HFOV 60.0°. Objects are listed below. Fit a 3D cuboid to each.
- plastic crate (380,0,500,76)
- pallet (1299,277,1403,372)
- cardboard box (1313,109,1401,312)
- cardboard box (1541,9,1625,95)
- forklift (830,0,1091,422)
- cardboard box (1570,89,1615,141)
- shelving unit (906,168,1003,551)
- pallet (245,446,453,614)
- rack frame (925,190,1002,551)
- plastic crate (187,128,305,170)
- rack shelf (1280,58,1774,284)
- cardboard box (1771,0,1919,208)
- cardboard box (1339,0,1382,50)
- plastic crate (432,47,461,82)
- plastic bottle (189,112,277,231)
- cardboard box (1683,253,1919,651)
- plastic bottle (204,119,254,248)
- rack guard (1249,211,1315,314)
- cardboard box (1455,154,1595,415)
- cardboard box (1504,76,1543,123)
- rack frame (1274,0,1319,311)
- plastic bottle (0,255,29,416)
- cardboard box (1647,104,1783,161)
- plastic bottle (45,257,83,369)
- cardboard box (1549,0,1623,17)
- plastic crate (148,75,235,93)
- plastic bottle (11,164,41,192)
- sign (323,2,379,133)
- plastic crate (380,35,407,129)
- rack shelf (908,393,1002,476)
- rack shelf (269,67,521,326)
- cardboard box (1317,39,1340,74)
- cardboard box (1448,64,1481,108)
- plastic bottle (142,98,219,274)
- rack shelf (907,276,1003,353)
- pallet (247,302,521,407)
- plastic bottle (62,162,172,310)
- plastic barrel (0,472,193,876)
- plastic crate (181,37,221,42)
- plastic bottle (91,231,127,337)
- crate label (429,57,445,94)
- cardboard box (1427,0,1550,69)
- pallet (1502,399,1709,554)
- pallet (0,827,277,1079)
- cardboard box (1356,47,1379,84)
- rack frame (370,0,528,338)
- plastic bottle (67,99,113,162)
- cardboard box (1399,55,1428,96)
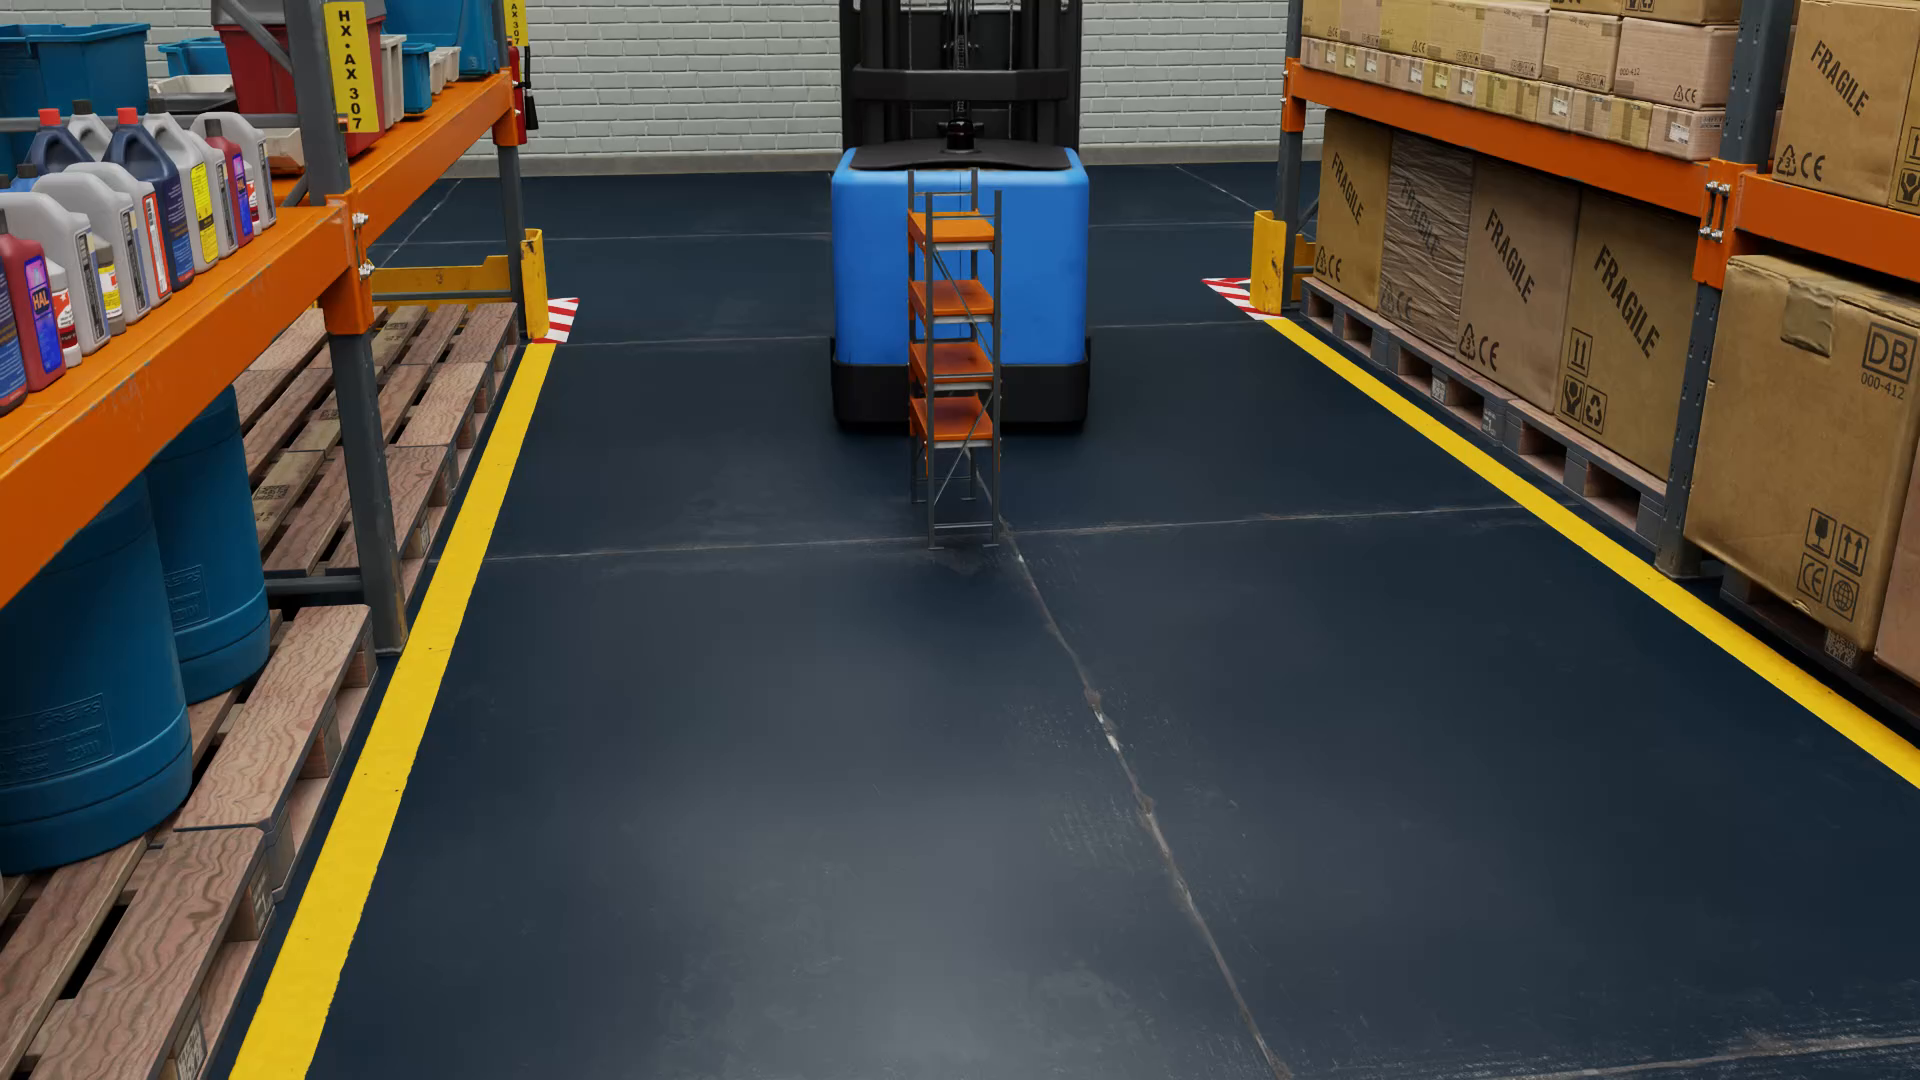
[{"bbox_3d":[-2.464,-2.389,7.689,0.616,0.435,0.499,-3,21,-8],"label":"plastic crate"},{"bbox_3d":[2.397,-1.121,8.417,1.003,0.211,1.213,-3,21,-8],"label":"pallet"},{"bbox_3d":[2.376,-1.685,8.376,0.875,0.875,0.875,-3,21,-8],"label":"cardboard box"},{"bbox_3d":[2.381,-1.704,5.779,0.500,0.250,0.500,-2,21,-6],"label":"cardboard box"},{"bbox_3d":[0.003,-2.317,7.731,1.130,2.935,3.031,0,20,0],"label":"forklift"},{"bbox_3d":[2.339,-1.465,5.711,0.380,0.149,0.250,-3,21,-9],"label":"cardboard box"},{"bbox_3d":[-0.024,-0.619,5.660,0.258,1.200,0.503,-3,21,-8],"label":"shelving unit"},{"bbox_3d":[-2.265,-0.012,5.447,1.003,0.211,1.213,-3,21,-8],"label":"pallet"},{"bbox_3d":[0.011,-0.535,5.433,0.240,1.200,0.015,-3,21,-8],"label":"rack frame"},{"bbox_3d":[-2.046,-1.139,4.769,0.396,0.136,0.243,-3,21,-8],"label":"plastic crate"},{"bbox_3d":[2.493,-1.671,6.932,1.077,0.370,4.000,-3,21,-8],"label":"rack shelf"},{"bbox_3d":[2.600,-1.191,4.474,0.500,0.500,0.500,-3,21,-8],"label":"cardboard box"},{"bbox_3d":[2.088,-2.410,7.672,0.500,0.250,0.500,-3,21,-8],"label":"cardboard box"},{"bbox_3d":[-2.400,-2.082,7.295,0.396,0.136,0.243,-3,21,-8],"label":"plastic crate"},{"bbox_3d":[-1.744,-0.888,3.983,0.152,0.276,0.135,-3,21,-8],"label":"plastic bottle"},{"bbox_3d":[2.893,-0.297,4.660,1.225,0.875,0.875,-3,21,-8],"label":"cardboard box"},{"bbox_3d":[-1.665,-0.813,3.773,0.061,0.283,0.133,-3,21,-8],"label":"plastic bottle"},{"bbox_3d":[2.201,-1.538,9.120,1.175,0.500,0.348,-3,21,-8],"label":"rack guard"},{"bbox_3d":[2.635,-1.061,6.707,0.875,0.875,0.875,-3,21,-8],"label":"cardboard box"},{"bbox_3d":[2.264,-1.643,6.188,0.380,0.149,0.250,-3,21,-7],"label":"cardboard box"},{"bbox_3d":[2.204,-2.701,8.660,1.000,3.000,0.127,-3,21,-8],"label":"rack frame"},{"bbox_3d":[-1.505,-0.360,2.463,0.144,0.351,0.185,-3,21,-8],"label":"plastic bottle"},{"bbox_3d":[2.413,-1.287,5.234,0.380,0.149,0.250,-3,21,-7],"label":"cardboard box"},{"bbox_3d":[-1.522,-0.386,2.746,0.097,0.201,0.097,0,20,0],"label":"plastic bottle"},{"bbox_3d":[2.382,-2.056,5.650,0.500,0.500,0.500,-3,21,-7],"label":"cardboard box"},{"bbox_3d":[-2.669,-1.558,5.892,0.293,0.136,0.466,-3,21,-8],"label":"plastic crate"},{"bbox_3d":[-1.739,-0.572,3.144,0.097,0.271,0.097,0,20,0],"label":"plastic bottle"},{"bbox_3d":[-1.576,-1.223,4.307,0.100,0.325,0.005,-3,21,-8],"label":"sign"},{"bbox_3d":[-2.158,-1.577,5.734,0.437,0.282,0.530,-3,21,-8],"label":"plastic crate"},{"bbox_3d":[-0.024,-0.370,5.753,0.258,0.148,0.480,-3,21,-8],"label":"rack shelf"},{"bbox_3d":[-2.409,-1.421,6.263,1.077,0.370,4.000,-3,21,-8],"label":"rack shelf"},{"bbox_3d":[1.967,-2.355,8.093,0.380,0.149,0.250,-3,21,-9],"label":"cardboard box"},{"bbox_3d":[2.192,-1.820,6.662,0.380,0.149,0.250,-3,21,-7],"label":"cardboard box"},{"bbox_3d":[-1.664,-0.741,3.484,0.144,0.351,0.185,-3,21,-8],"label":"plastic bottle"},{"bbox_3d":[-0.024,-0.766,5.605,0.258,0.148,0.480,-3,21,-8],"label":"rack shelf"},{"bbox_3d":[-2.616,-0.857,7.709,1.003,0.211,1.213,-3,21,-8],"label":"pallet"},{"bbox_3d":[-1.618,-0.587,3.177,0.152,0.276,0.135,-3,21,-8],"label":"plastic bottle"},{"bbox_3d":[-1.957,0.155,3.414,0.600,0.901,0.708,-3,21,-8],"label":"plastic barrel"},{"bbox_3d":[-2.797,-1.843,6.516,0.416,0.233,0.300,-3,21,-8],"label":"plastic crate"},{"bbox_3d":[-1.555,-0.466,2.961,0.097,0.201,0.097,0,20,0],"label":"plastic bottle"},{"bbox_3d":[-2.308,-1.886,6.770,0.396,0.136,0.243,-3,21,-8],"label":"crate label"},{"bbox_3d":[2.237,-2.056,6.722,0.500,0.250,0.500,-3,21,-9],"label":"cardboard box"},{"bbox_3d":[2.749,-0.277,6.155,1.003,0.211,1.213,-3,21,-8],"label":"pallet"},{"bbox_3d":[-1.871,0.933,2.917,1.003,0.211,1.213,-3,21,-8],"label":"pallet"},{"bbox_3d":[2.043,-2.176,7.614,0.380,0.149,0.250,-3,21,-9],"label":"cardboard box"},{"bbox_3d":[-2.697,-2.451,7.991,1.000,3.000,0.127,-3,21,-8],"label":"rack frame"},{"bbox_3d":[-1.807,-0.734,3.464,0.144,0.351,0.185,-3,21,-8],"label":"plastic bottle"},{"bbox_3d":[2.117,-1.998,7.139,0.380,0.149,0.250,-3,21,-8],"label":"cardboard box"}]
